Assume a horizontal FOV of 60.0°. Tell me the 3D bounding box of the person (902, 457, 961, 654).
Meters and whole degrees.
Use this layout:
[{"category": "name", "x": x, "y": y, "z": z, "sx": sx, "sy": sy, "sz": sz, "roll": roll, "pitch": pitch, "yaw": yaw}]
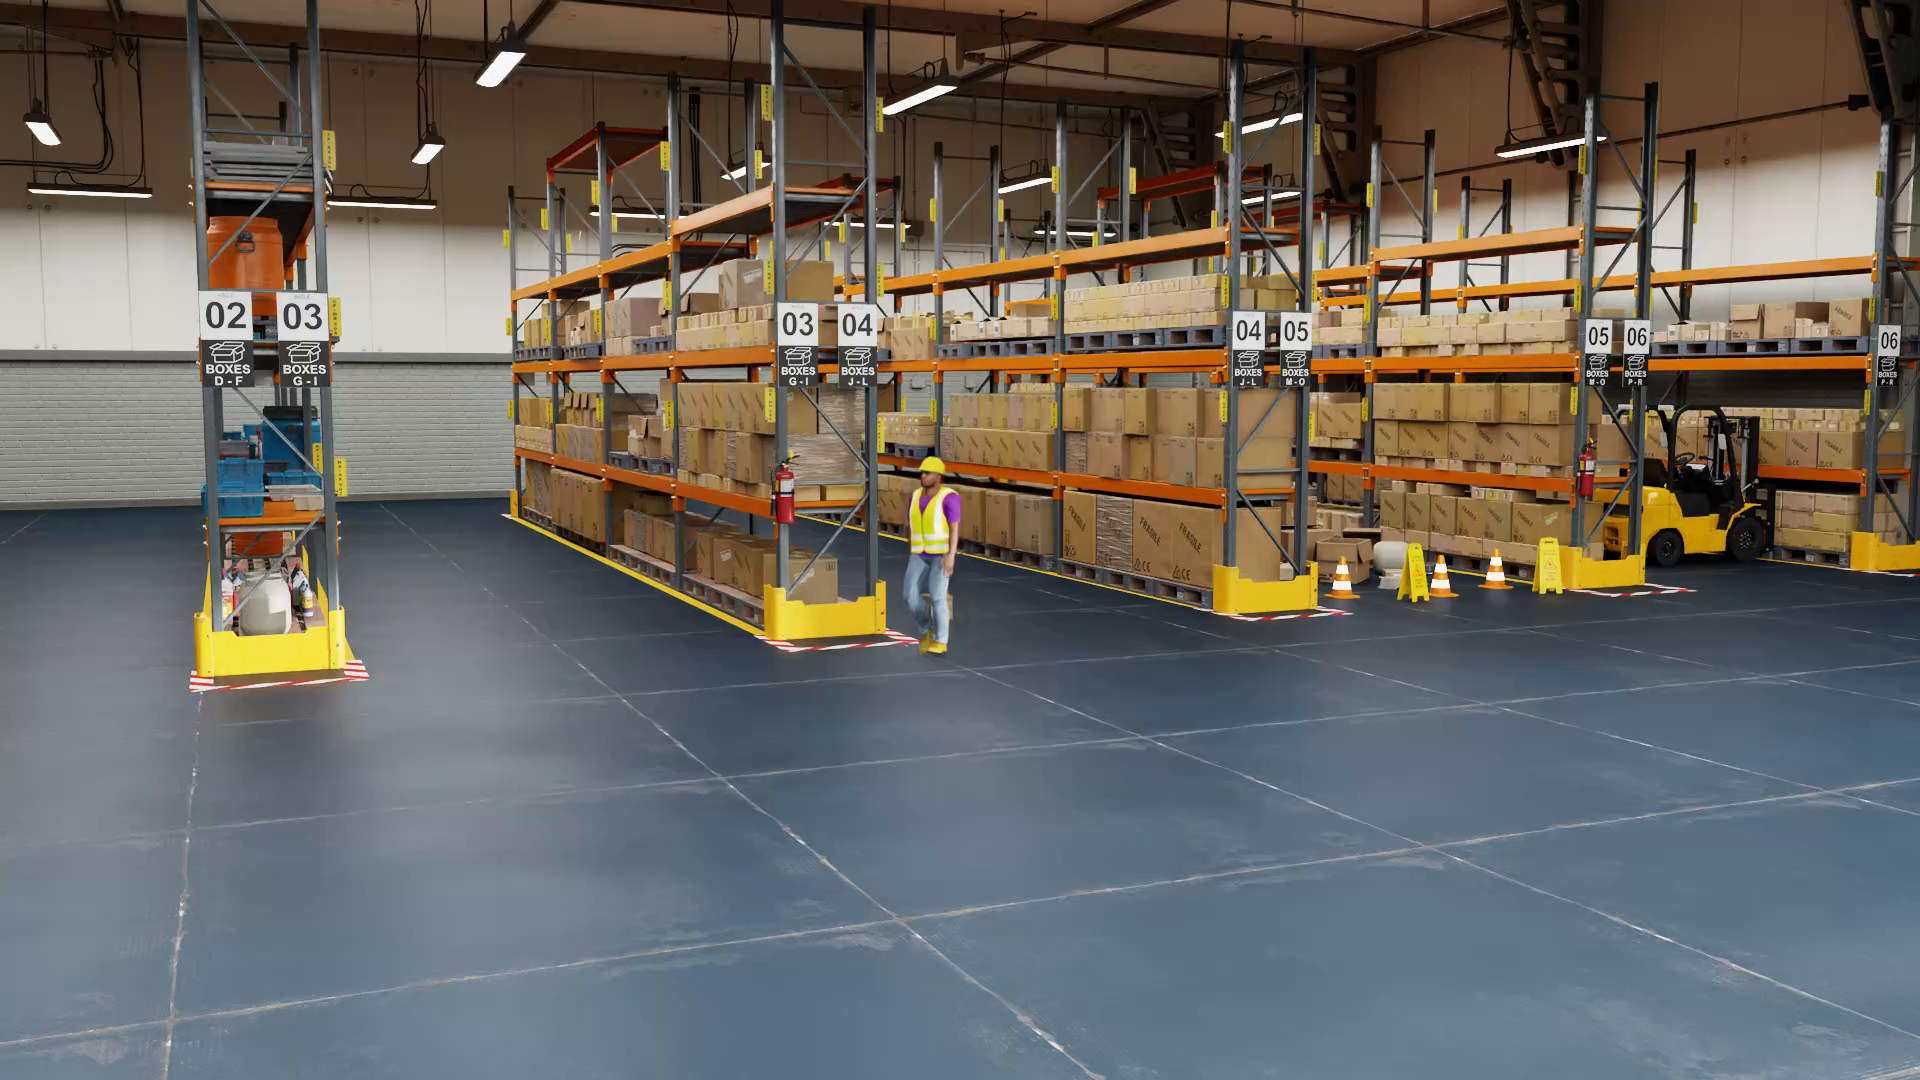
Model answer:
[{"category": "person", "x": -0.274, "y": 0.150, "z": 14.867, "sx": 0.593, "sy": 1.785, "sz": 0.453, "roll": 3, "pitch": 6, "yaw": 31}]
